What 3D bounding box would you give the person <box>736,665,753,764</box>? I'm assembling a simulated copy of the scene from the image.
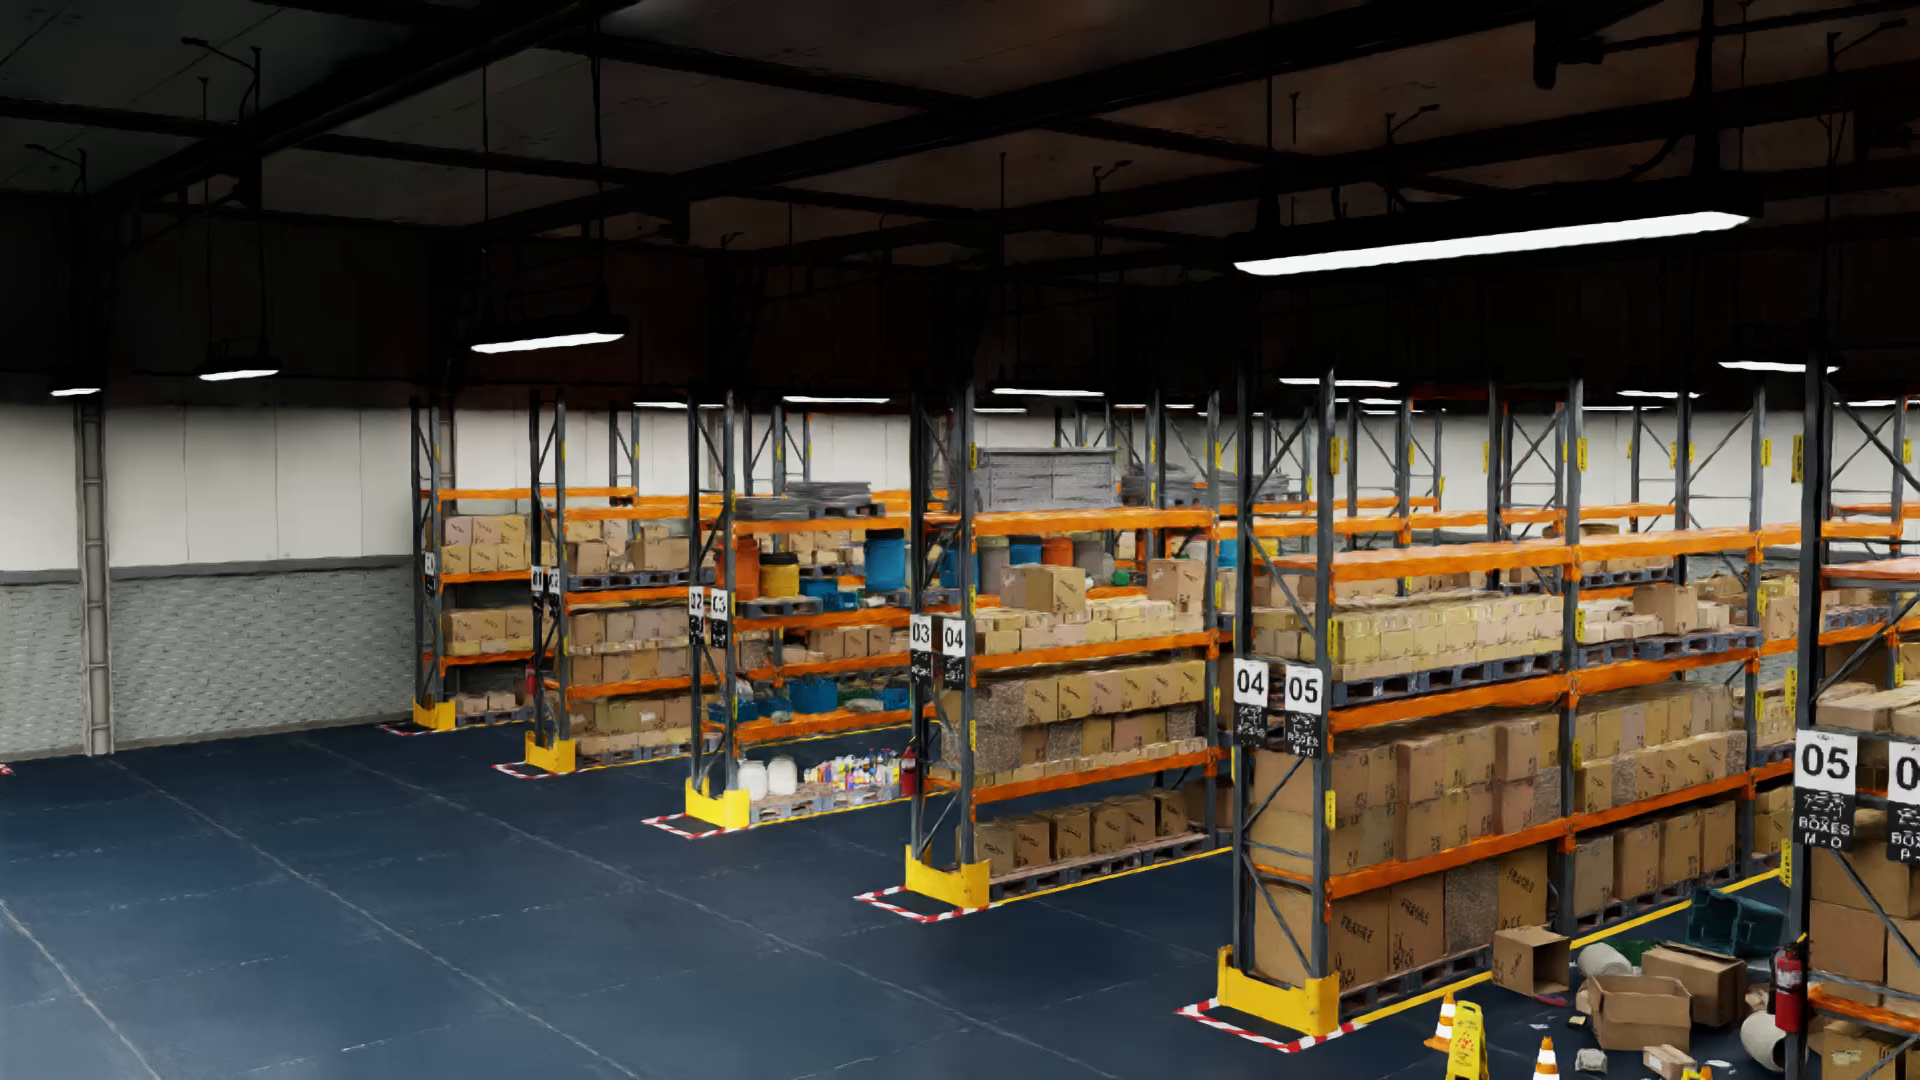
[{"bbox_3d":[-3.505,2.819,26.573,0.407,1.558,0.452,1,4,22],"label":"person"}]
